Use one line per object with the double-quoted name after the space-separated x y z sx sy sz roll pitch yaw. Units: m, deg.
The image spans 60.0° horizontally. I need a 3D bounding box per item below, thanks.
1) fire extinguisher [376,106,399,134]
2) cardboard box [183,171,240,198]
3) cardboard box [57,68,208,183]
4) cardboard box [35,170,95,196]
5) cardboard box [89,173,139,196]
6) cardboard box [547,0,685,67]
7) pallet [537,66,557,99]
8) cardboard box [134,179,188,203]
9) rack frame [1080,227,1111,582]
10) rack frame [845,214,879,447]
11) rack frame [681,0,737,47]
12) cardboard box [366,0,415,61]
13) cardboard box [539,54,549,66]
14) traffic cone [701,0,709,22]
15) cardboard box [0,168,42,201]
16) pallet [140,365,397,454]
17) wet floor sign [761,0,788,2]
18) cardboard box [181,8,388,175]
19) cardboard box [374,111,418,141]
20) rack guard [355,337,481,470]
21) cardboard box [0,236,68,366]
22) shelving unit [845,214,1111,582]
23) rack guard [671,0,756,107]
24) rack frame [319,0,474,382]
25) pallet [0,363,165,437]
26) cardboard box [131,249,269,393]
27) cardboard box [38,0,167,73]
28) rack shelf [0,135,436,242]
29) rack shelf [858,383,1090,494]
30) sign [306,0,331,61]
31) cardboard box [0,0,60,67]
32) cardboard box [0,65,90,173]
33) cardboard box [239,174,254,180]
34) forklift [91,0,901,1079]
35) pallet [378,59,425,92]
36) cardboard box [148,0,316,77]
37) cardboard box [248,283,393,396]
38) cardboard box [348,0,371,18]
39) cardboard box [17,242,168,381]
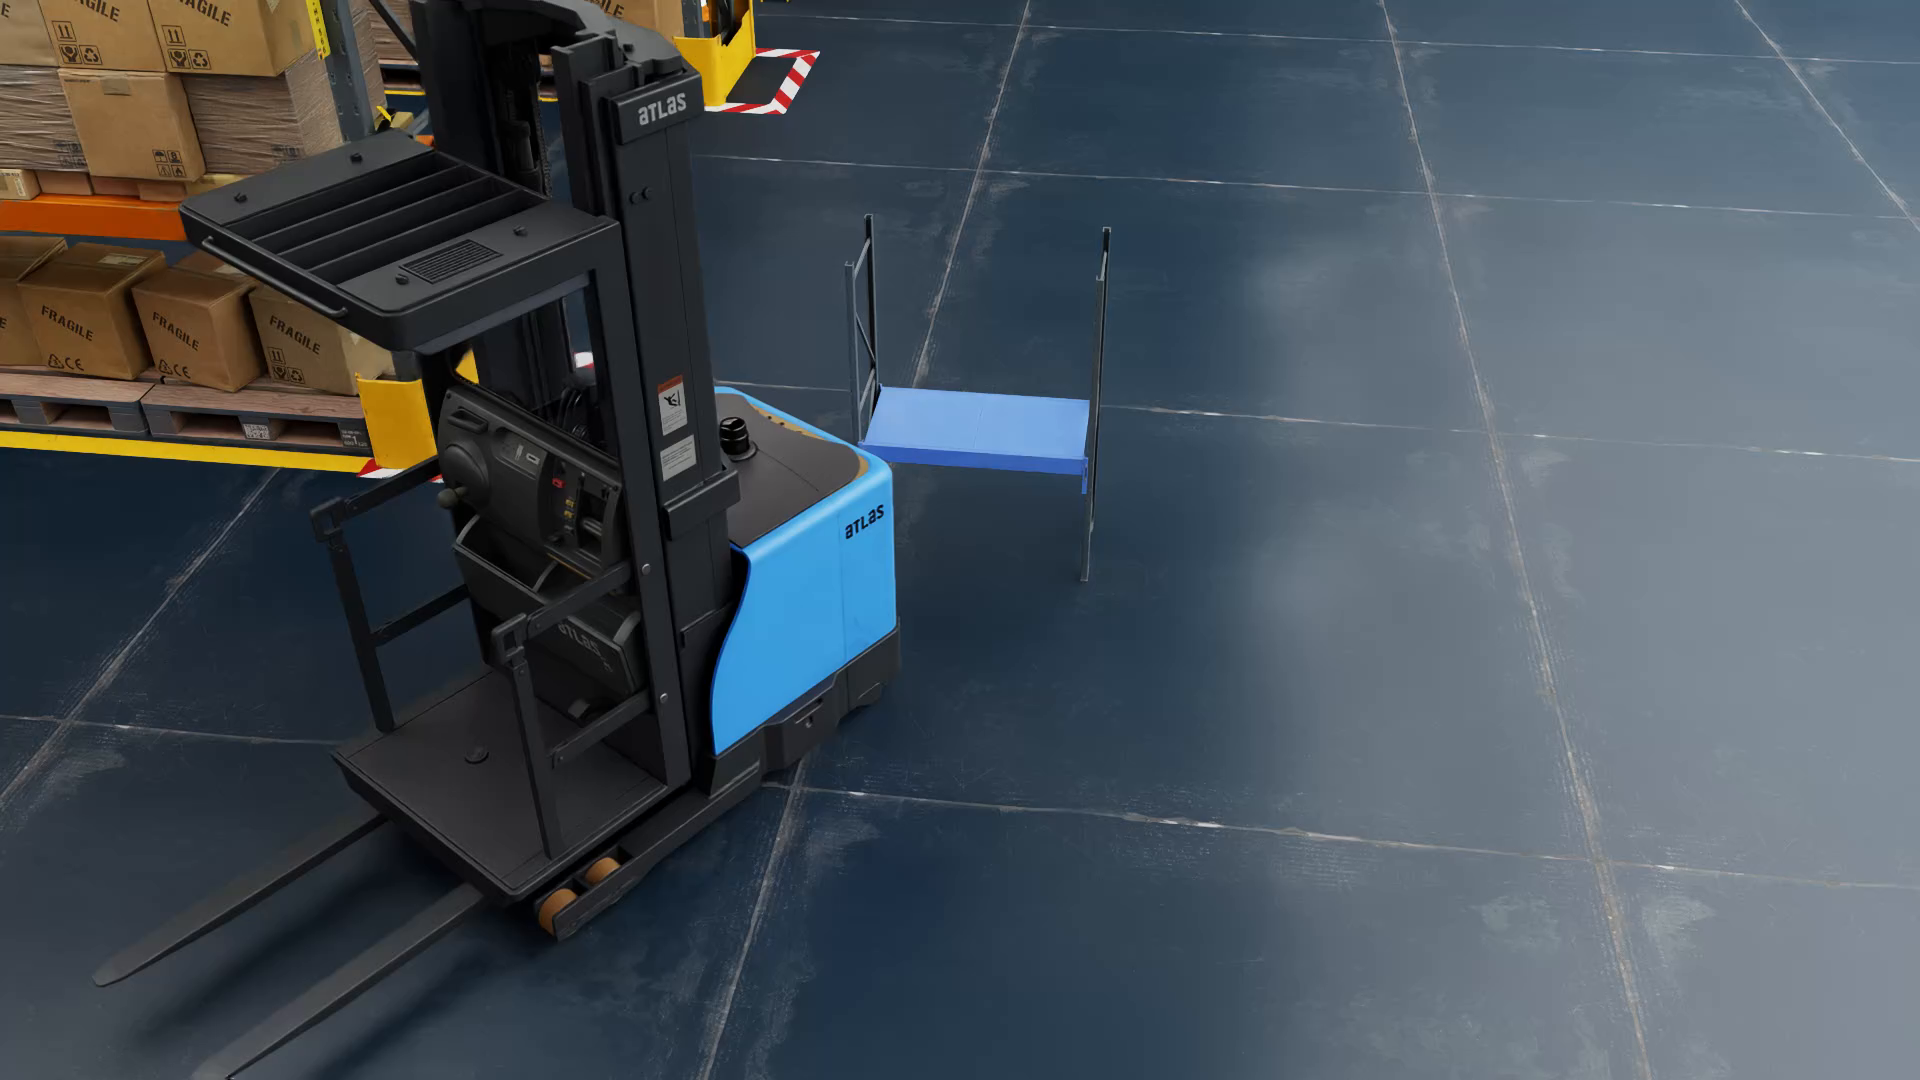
-2.545 -1.594 7.468 0.183 0.674 0.296 4 36 6 "fire extinguisher"
-3.412 -1.707 7.776 0.250 0.149 0.380 4 36 6 "cardboard box"
-3.654 -2.085 7.748 0.500 0.500 0.875 4 36 6 "cardboard box"
-4.151 -1.782 7.881 0.250 0.149 0.380 4 36 6 "cardboard box"
-3.900 -1.777 7.873 0.250 0.149 0.380 4 36 6 "cardboard box"
-2.549 -4.068 12.335 0.875 0.875 0.875 4 36 6 "cardboard box"
-2.671 -3.629 12.653 1.213 0.211 1.003 4 36 6 "pallet"
-3.658 -1.734 7.814 0.250 0.149 0.380 4 36 6 "cardboard box"
0.589 -0.567 7.253 0.032 1.500 0.500 4 36 6 "rack frame"
-0.420 -0.642 7.358 0.032 1.500 0.500 4 36 6 "rack frame"
-1.868 -4.750 11.823 0.127 3.000 1.000 4 36 6 "rack frame"
-4.326 -4.200 12.521 0.875 0.875 0.875 5 36 6 "cardboard box"
-3.422 -4.132 12.425 0.875 0.875 0.875 4 36 5 "cardboard box"
-2.214 -4.575 13.761 0.334 0.463 0.336 4 36 6 "traffic cone"
-4.410 -1.750 7.836 0.250 0.149 0.380 4 36 6 "cardboard box"
-3.477 -0.850 8.760 1.213 0.211 1.003 4 36 6 "pallet"
-1.587 -4.930 14.102 0.232 0.644 0.267 -2 36 -2 "wet floor sign"
-3.142 -2.118 7.793 0.500 0.500 0.875 4 36 6 "cardboard box"
-2.853 -1.955 8.124 0.250 0.149 0.380 4 36 6 "cardboard box"
-2.676 -0.887 8.563 0.348 0.500 1.175 4 36 6 "rack guard"
-4.981 -1.257 8.720 0.500 0.500 0.500 1 36 2 "cardboard box"
0.085 -0.604 7.305 1.048 1.500 0.538 4 36 6 "shelving unit"
-1.844 -3.730 12.547 0.348 0.500 1.175 4 36 6 "rack guard"
-2.600 -1.899 7.829 0.127 3.000 1.000 4 36 6 "rack frame"
-4.684 -0.942 8.888 1.213 0.211 1.003 4 36 6 "pallet"
-3.815 -1.133 8.546 0.500 0.500 0.500 14 38 18 "cardboard box"
-3.674 -2.400 7.328 0.500 0.500 0.500 4 36 6 "cardboard box"
-4.584 -1.754 8.245 4.000 0.370 1.077 4 36 6 "rack shelf"
0.085 -0.458 7.410 1.000 0.185 0.538 4 36 6 "rack shelf"
-2.691 -2.181 6.955 0.005 0.325 0.100 4 36 6 "sign"
-4.170 -2.438 7.382 0.500 0.500 0.500 4 36 6 "cardboard box"
-4.144 -2.147 7.834 0.500 0.500 0.875 4 36 6 "cardboard box"
-3.157 -1.718 7.791 0.250 0.149 0.380 4 36 6 "cardboard box"
-1.579 -0.139 5.422 1.130 2.935 3.031 26 43 32 "forklift"
-3.878 -3.720 12.781 1.213 0.211 1.003 4 36 6 "pallet"
-3.177 -2.366 7.281 0.500 0.500 0.500 4 36 6 "cardboard box"
-3.218 -1.109 8.511 0.500 0.500 0.500 11 37 15 "cardboard box"
-3.111 -2.666 7.700 0.500 0.500 0.500 4 36 6 "cardboard box"
-4.433 -1.190 8.626 0.500 0.500 0.500 7 36 10 "cardboard box"
